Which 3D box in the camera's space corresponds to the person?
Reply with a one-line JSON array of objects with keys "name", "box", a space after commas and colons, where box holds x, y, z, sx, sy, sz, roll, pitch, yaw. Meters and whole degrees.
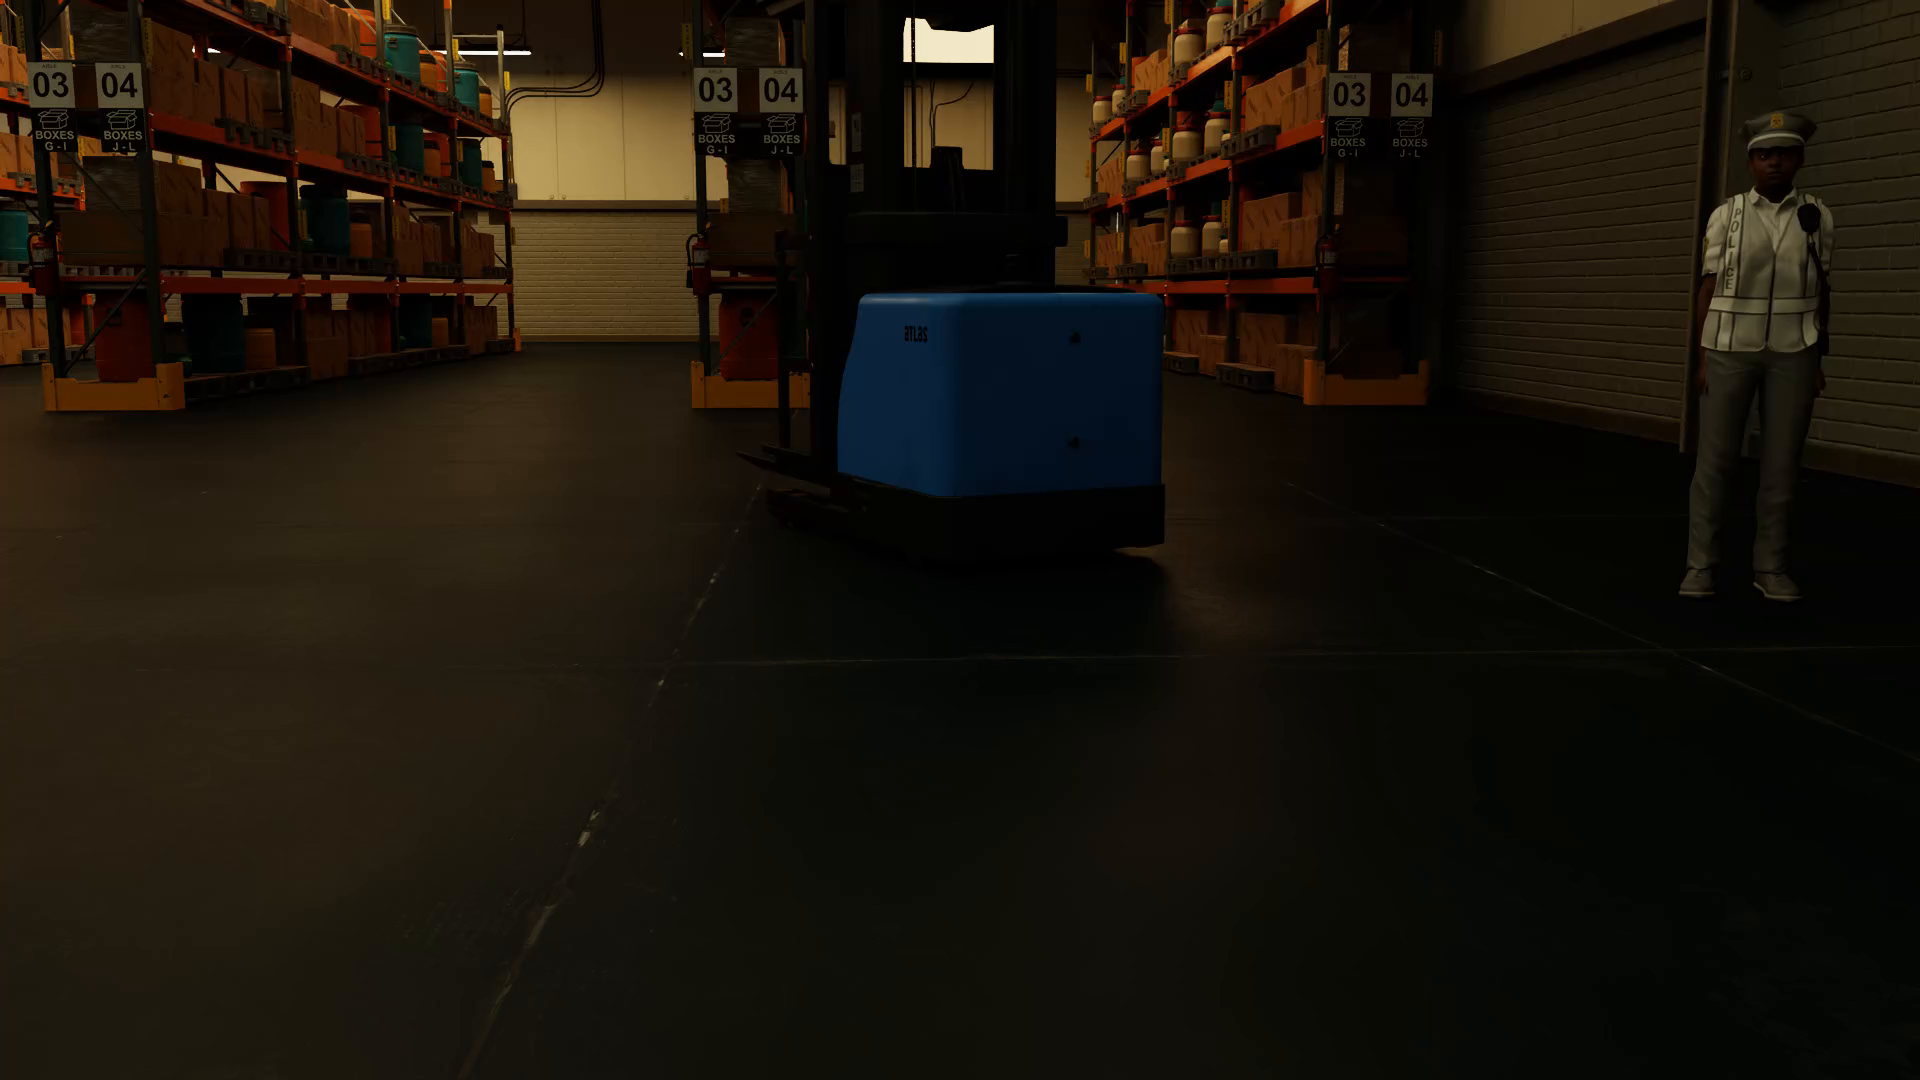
[{"name": "person", "box": [2.810, -0.633, 5.850, 0.446, 1.689, 0.341, 2, 9, 16]}]

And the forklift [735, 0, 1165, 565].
[{"name": "forklift", "box": [-0.264, -1.530, 7.637, 1.130, 2.935, 3.031, -4, 9, -25]}]
